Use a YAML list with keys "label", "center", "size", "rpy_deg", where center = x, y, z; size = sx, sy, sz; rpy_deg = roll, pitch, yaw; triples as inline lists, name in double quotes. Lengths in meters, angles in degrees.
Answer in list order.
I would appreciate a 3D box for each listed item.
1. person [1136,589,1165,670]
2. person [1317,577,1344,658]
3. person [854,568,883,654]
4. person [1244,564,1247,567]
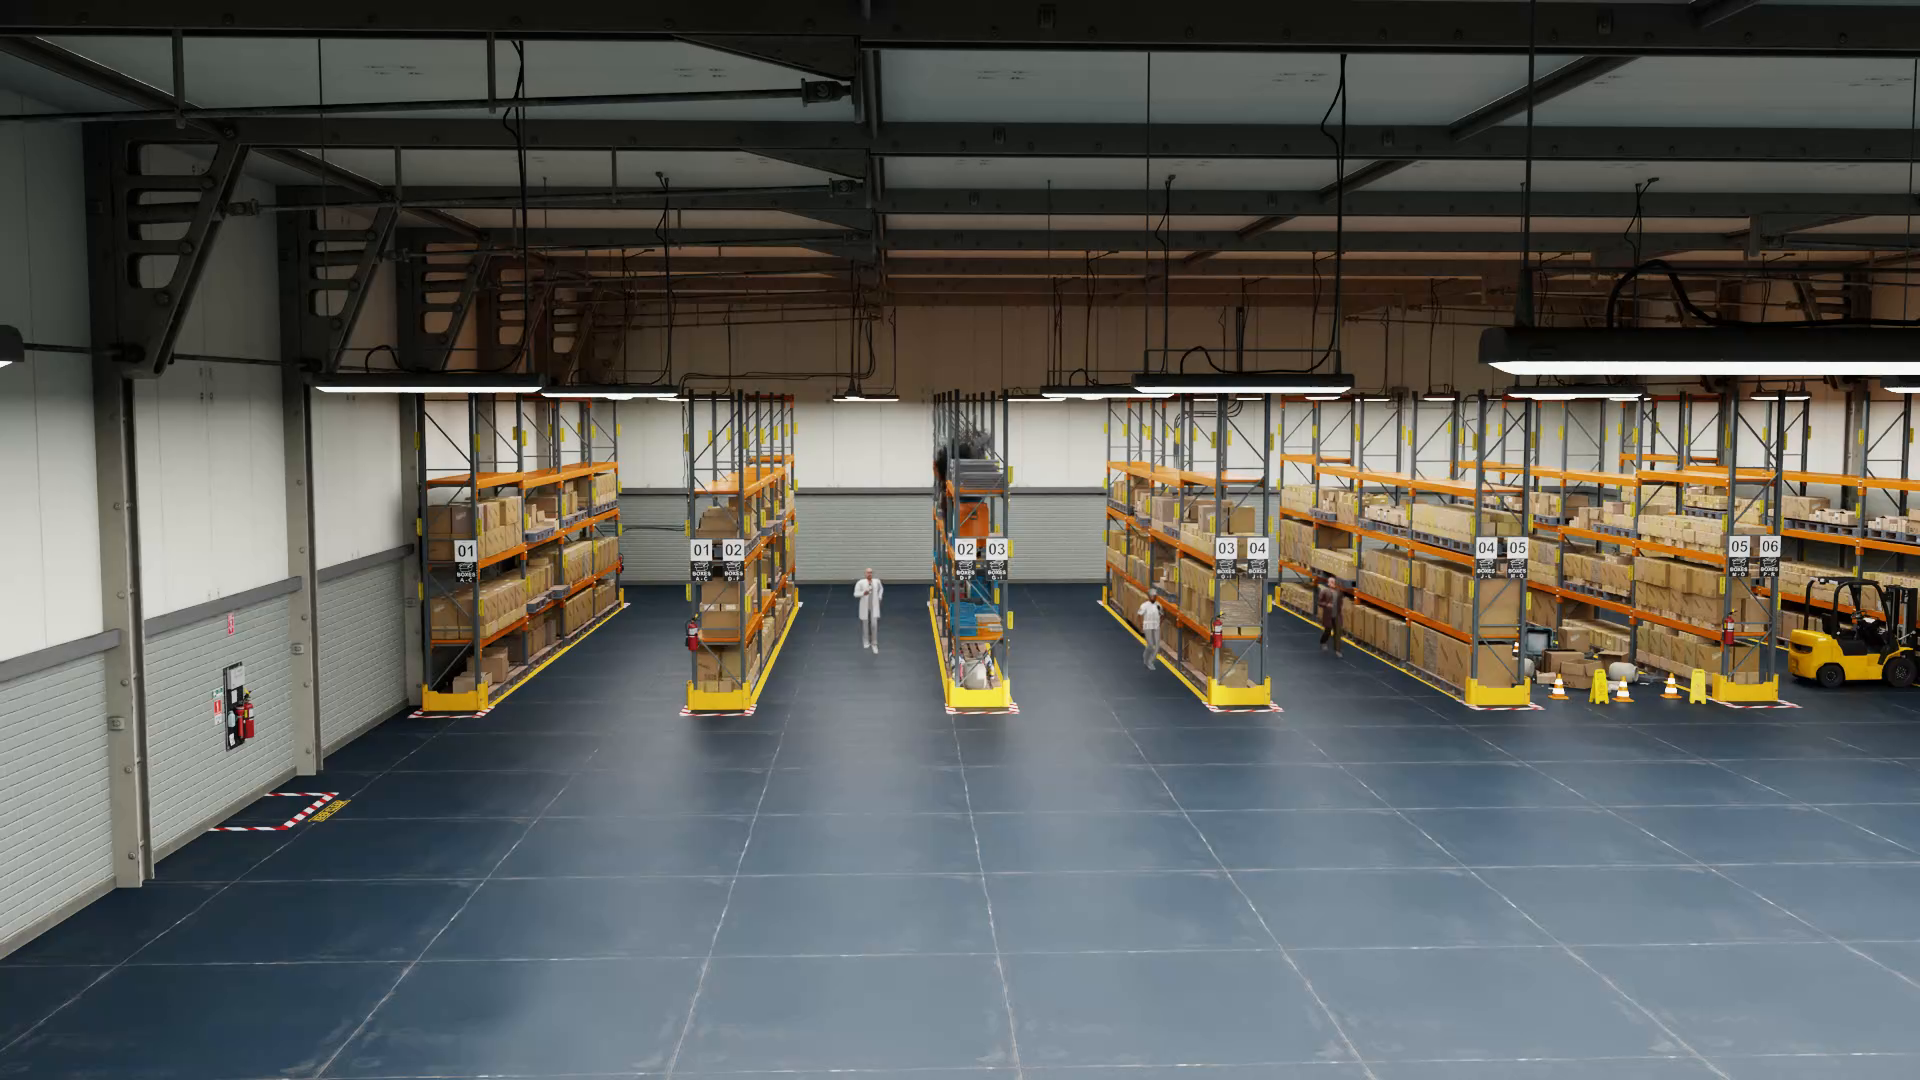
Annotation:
- label: "person"
  center: [3.945, 1.828, 34.083]
  size: [0.574, 1.670, 0.508]
  rpy_deg: [-1, 5, -12]
- label: "person"
  center: [8.435, 1.737, 37.749]
  size: [0.710, 1.781, 1.049]
  rpy_deg: [-1, 5, -8]
- label: "person"
  center: [-2.001, 1.546, 36.708]
  size: [0.685, 1.862, 0.798]
  rpy_deg: [-1, 5, -11]
- label: "person"
  center: [8.019, 1.185, 45.406]
  size: [0.618, 1.759, 0.753]
  rpy_deg: [0, 5, 1]
